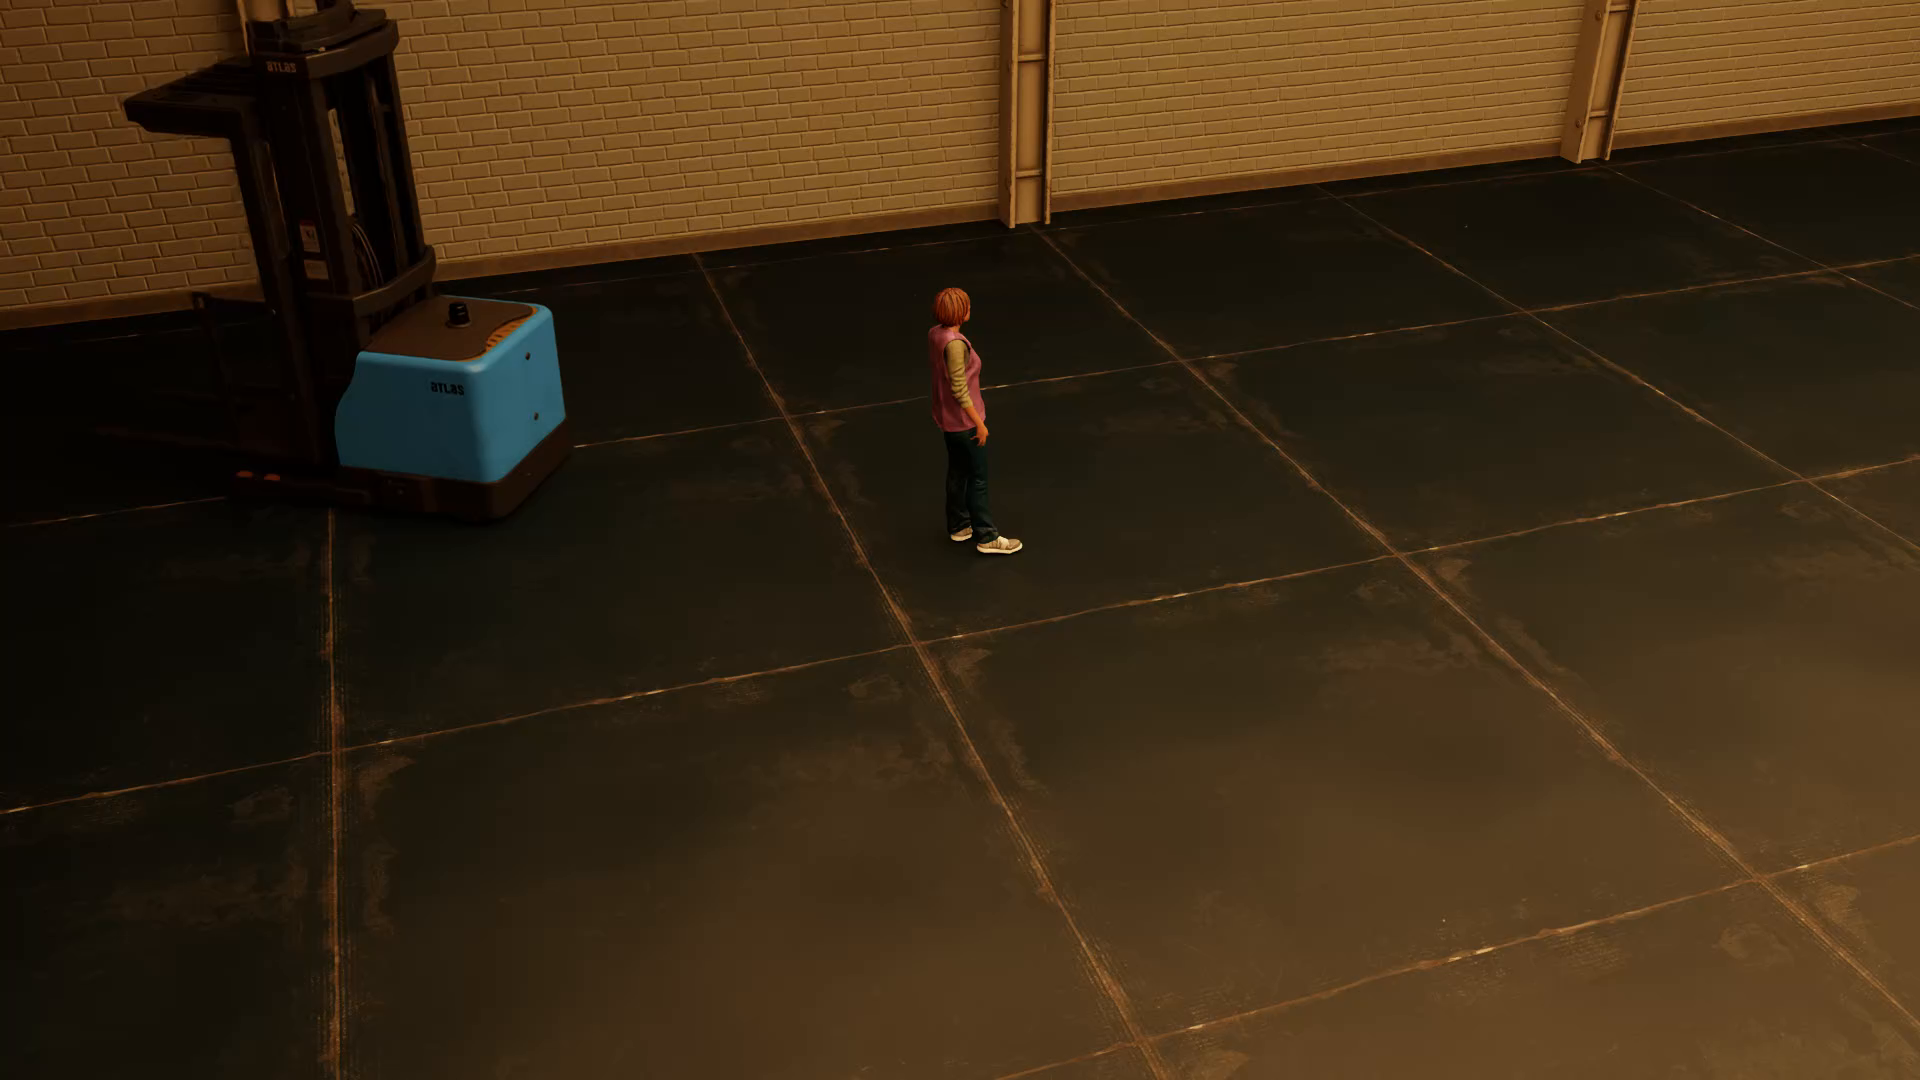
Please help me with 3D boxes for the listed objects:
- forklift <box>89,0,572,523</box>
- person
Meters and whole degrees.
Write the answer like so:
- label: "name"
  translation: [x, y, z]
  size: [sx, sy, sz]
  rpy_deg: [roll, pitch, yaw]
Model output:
- label: "forklift"
  translation: [-4.117, -1.763, 10.151]
  size: [3.031, 2.935, 1.130]
  rpy_deg: [7, 31, 12]
- label: "person"
  translation: [0.075, -0.704, 9.633]
  size: [0.473, 1.599, 0.520]
  rpy_deg: [-10, 31, -16]
